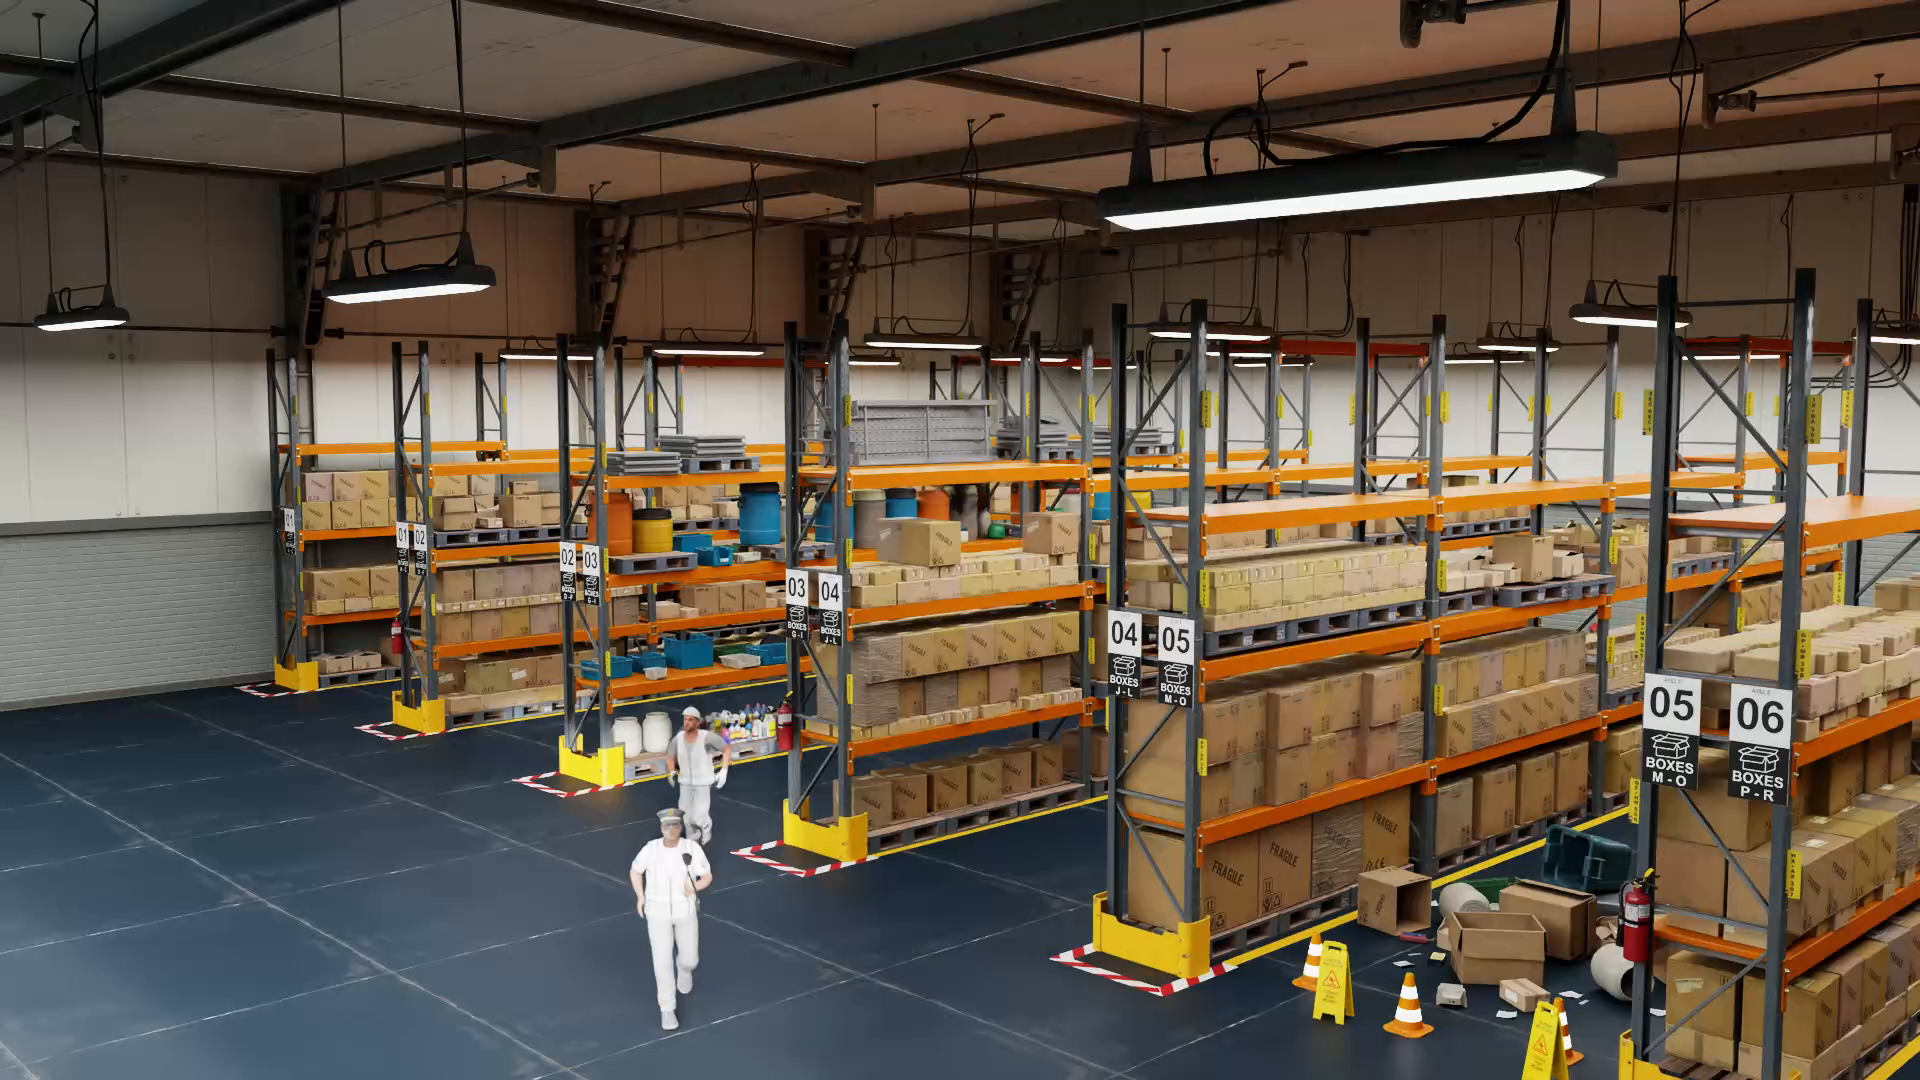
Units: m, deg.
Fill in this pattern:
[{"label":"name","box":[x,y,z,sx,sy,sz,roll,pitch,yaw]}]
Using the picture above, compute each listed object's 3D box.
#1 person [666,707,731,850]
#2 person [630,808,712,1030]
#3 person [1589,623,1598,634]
[{"label":"person","box":[-2.922,2.710,18.377,0.690,1.739,0.661,1,5,12]},{"label":"person","box":[-2.400,3.089,13.850,0.676,1.751,0.842,-1,5,-11]},{"label":"person","box":[9.521,2.129,24.911,0.656,1.772,0.879,4,6,40]}]
